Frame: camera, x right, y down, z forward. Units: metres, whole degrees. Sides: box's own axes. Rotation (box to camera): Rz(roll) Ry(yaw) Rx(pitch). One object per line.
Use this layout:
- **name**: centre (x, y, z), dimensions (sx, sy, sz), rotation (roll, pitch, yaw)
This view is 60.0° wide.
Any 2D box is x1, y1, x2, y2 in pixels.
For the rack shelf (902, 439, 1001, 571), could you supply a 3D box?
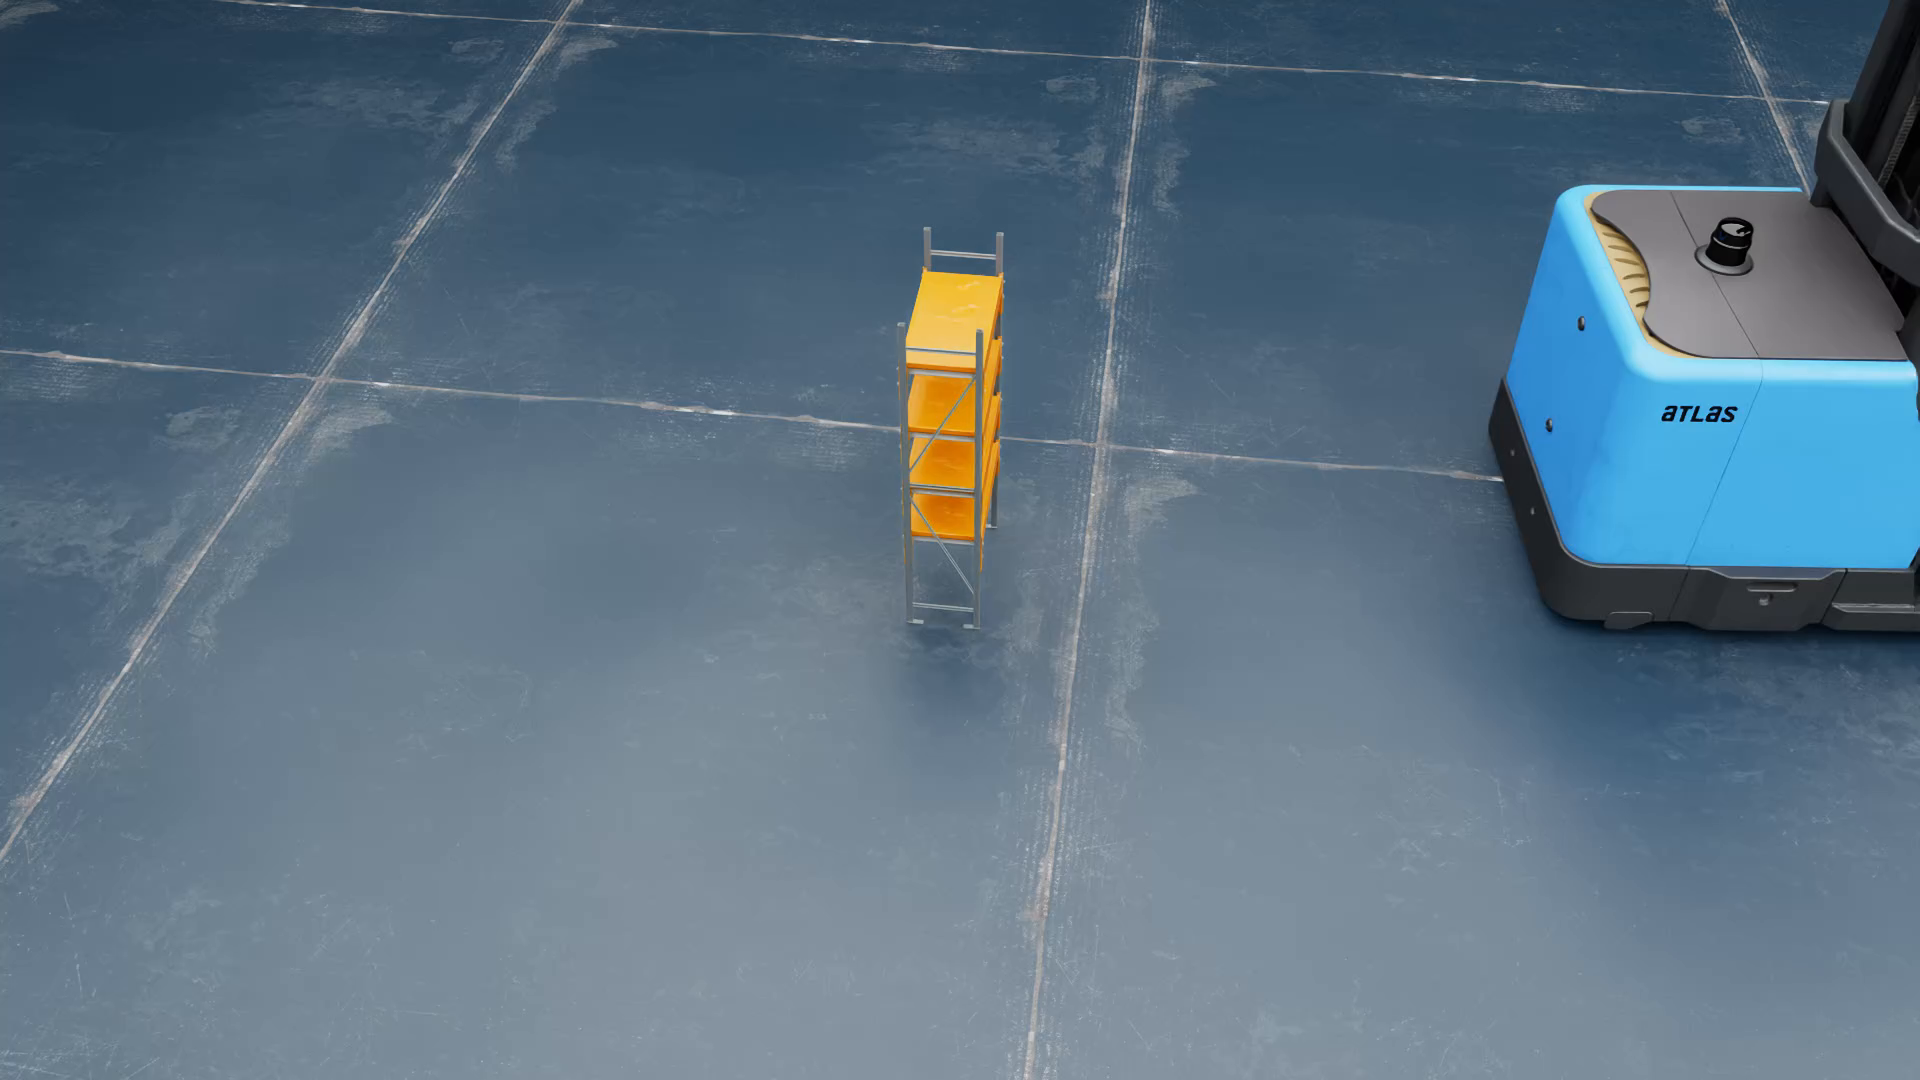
- **rack shelf**: centre (-0.022, -0.130, 5.401), dimensions (0.258, 0.148, 0.480), rotation (5, 44, 6)

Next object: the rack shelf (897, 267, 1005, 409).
- **rack shelf**: centre (-0.022, -0.608, 4.948), dimensions (0.258, 0.148, 0.480), rotation (5, 44, 6)

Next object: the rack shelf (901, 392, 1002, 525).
- **rack shelf**: centre (-0.022, -0.274, 5.265), dimensions (0.258, 0.148, 0.480), rotation (5, 44, 6)

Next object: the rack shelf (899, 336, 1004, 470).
- **rack shelf**: centre (-0.022, -0.436, 5.111), dimensions (0.258, 0.148, 0.480), rotation (5, 44, 6)

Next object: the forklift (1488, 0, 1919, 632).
- **forklift**: centre (3.430, -1.092, 4.772), dimensions (3.031, 2.935, 1.130), rotation (1, 43, 1)

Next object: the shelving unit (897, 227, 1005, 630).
- **shelving unit**: centre (-0.022, -0.323, 5.218), dimensions (0.258, 1.200, 0.503), rotation (5, 44, 6)

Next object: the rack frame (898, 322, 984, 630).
- **rack frame**: centre (-0.054, -0.157, 5.043), dimensions (0.240, 1.200, 0.015), rotation (5, 44, 6)

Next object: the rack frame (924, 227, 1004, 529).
- **rack frame**: centre (0.010, -0.489, 5.394), dimensions (0.240, 1.200, 0.015), rotation (5, 44, 6)
